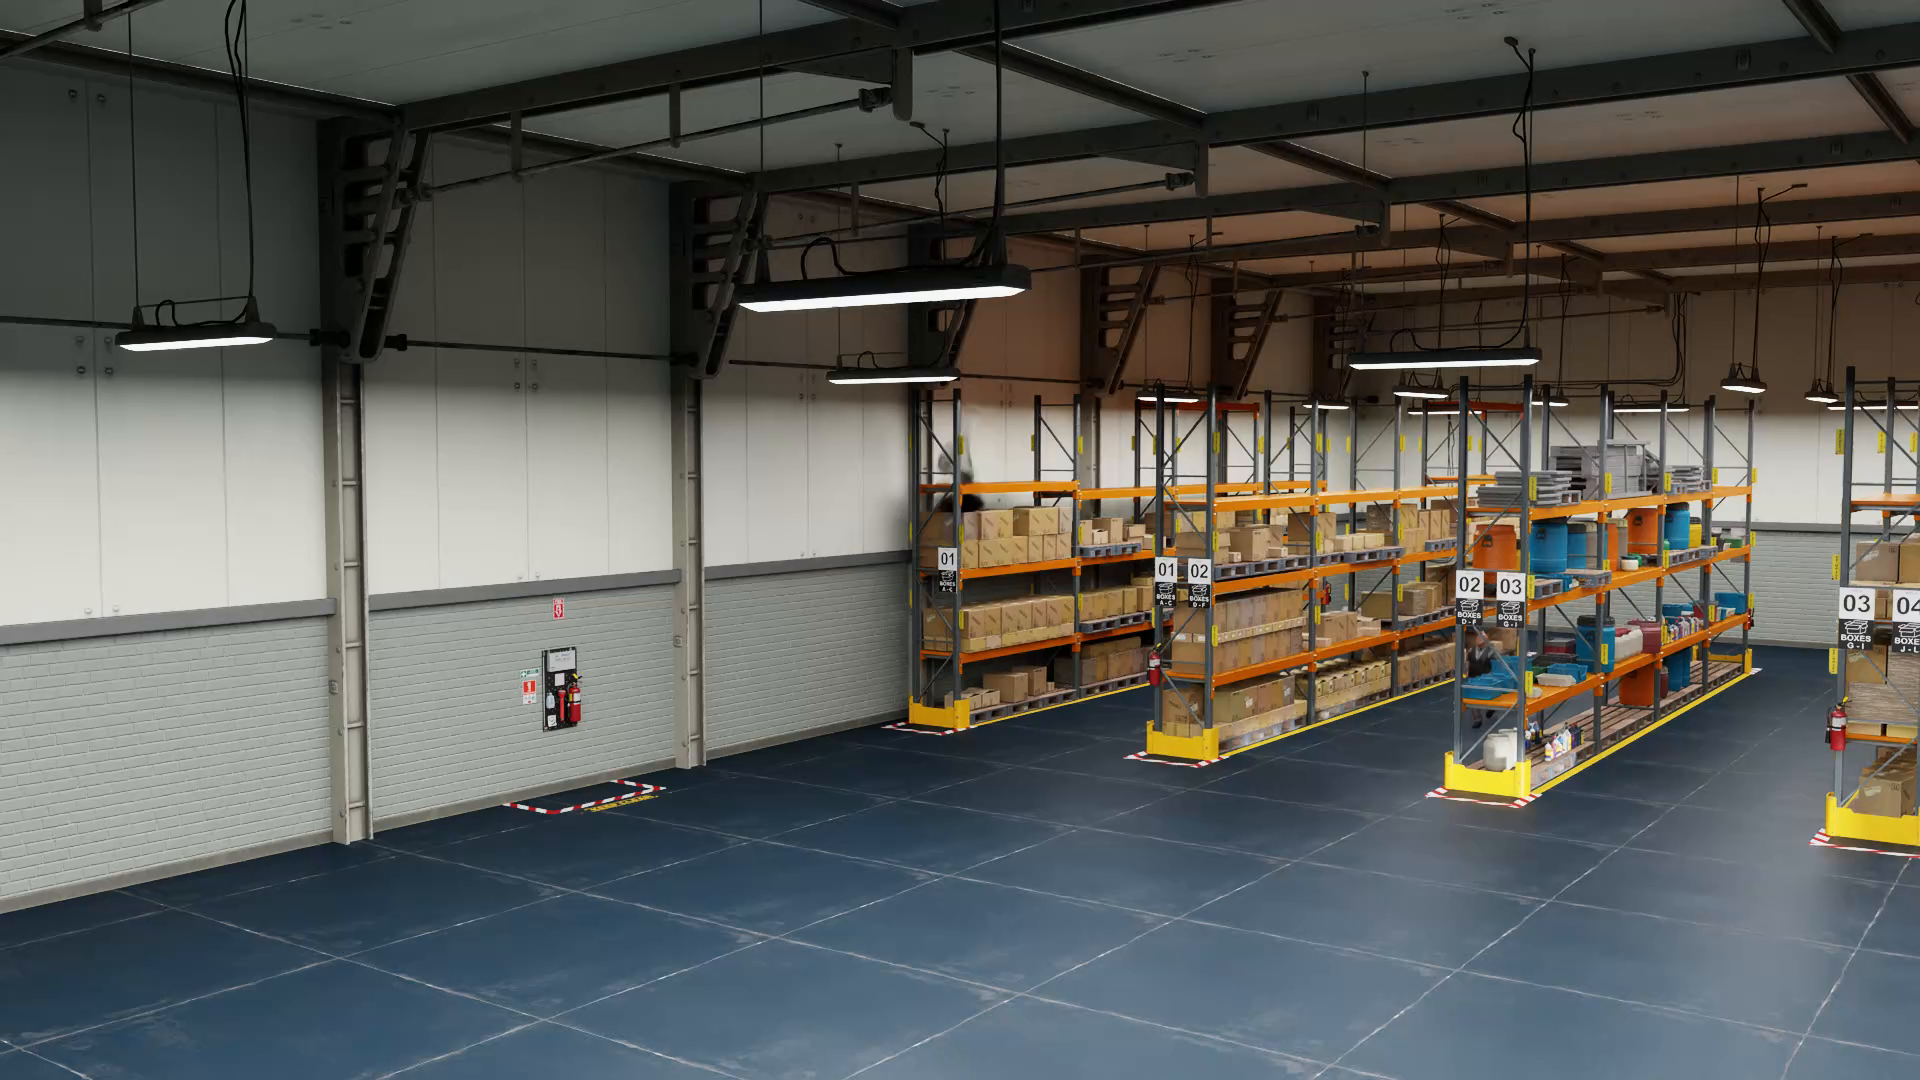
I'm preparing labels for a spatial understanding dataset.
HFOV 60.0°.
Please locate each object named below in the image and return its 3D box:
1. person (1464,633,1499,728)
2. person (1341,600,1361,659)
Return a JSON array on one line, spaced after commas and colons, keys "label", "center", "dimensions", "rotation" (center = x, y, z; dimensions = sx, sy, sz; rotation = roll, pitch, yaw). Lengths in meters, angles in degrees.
[{"label": "person", "center": [9.271, 2.487, 29.576], "dimensions": [0.660, 1.684, 0.599], "rotation": [2, 4, 37]}, {"label": "person", "center": [8.705, 2.065, 37.164], "dimensions": [0.531, 1.622, 0.820], "rotation": [2, 4, 33]}]
